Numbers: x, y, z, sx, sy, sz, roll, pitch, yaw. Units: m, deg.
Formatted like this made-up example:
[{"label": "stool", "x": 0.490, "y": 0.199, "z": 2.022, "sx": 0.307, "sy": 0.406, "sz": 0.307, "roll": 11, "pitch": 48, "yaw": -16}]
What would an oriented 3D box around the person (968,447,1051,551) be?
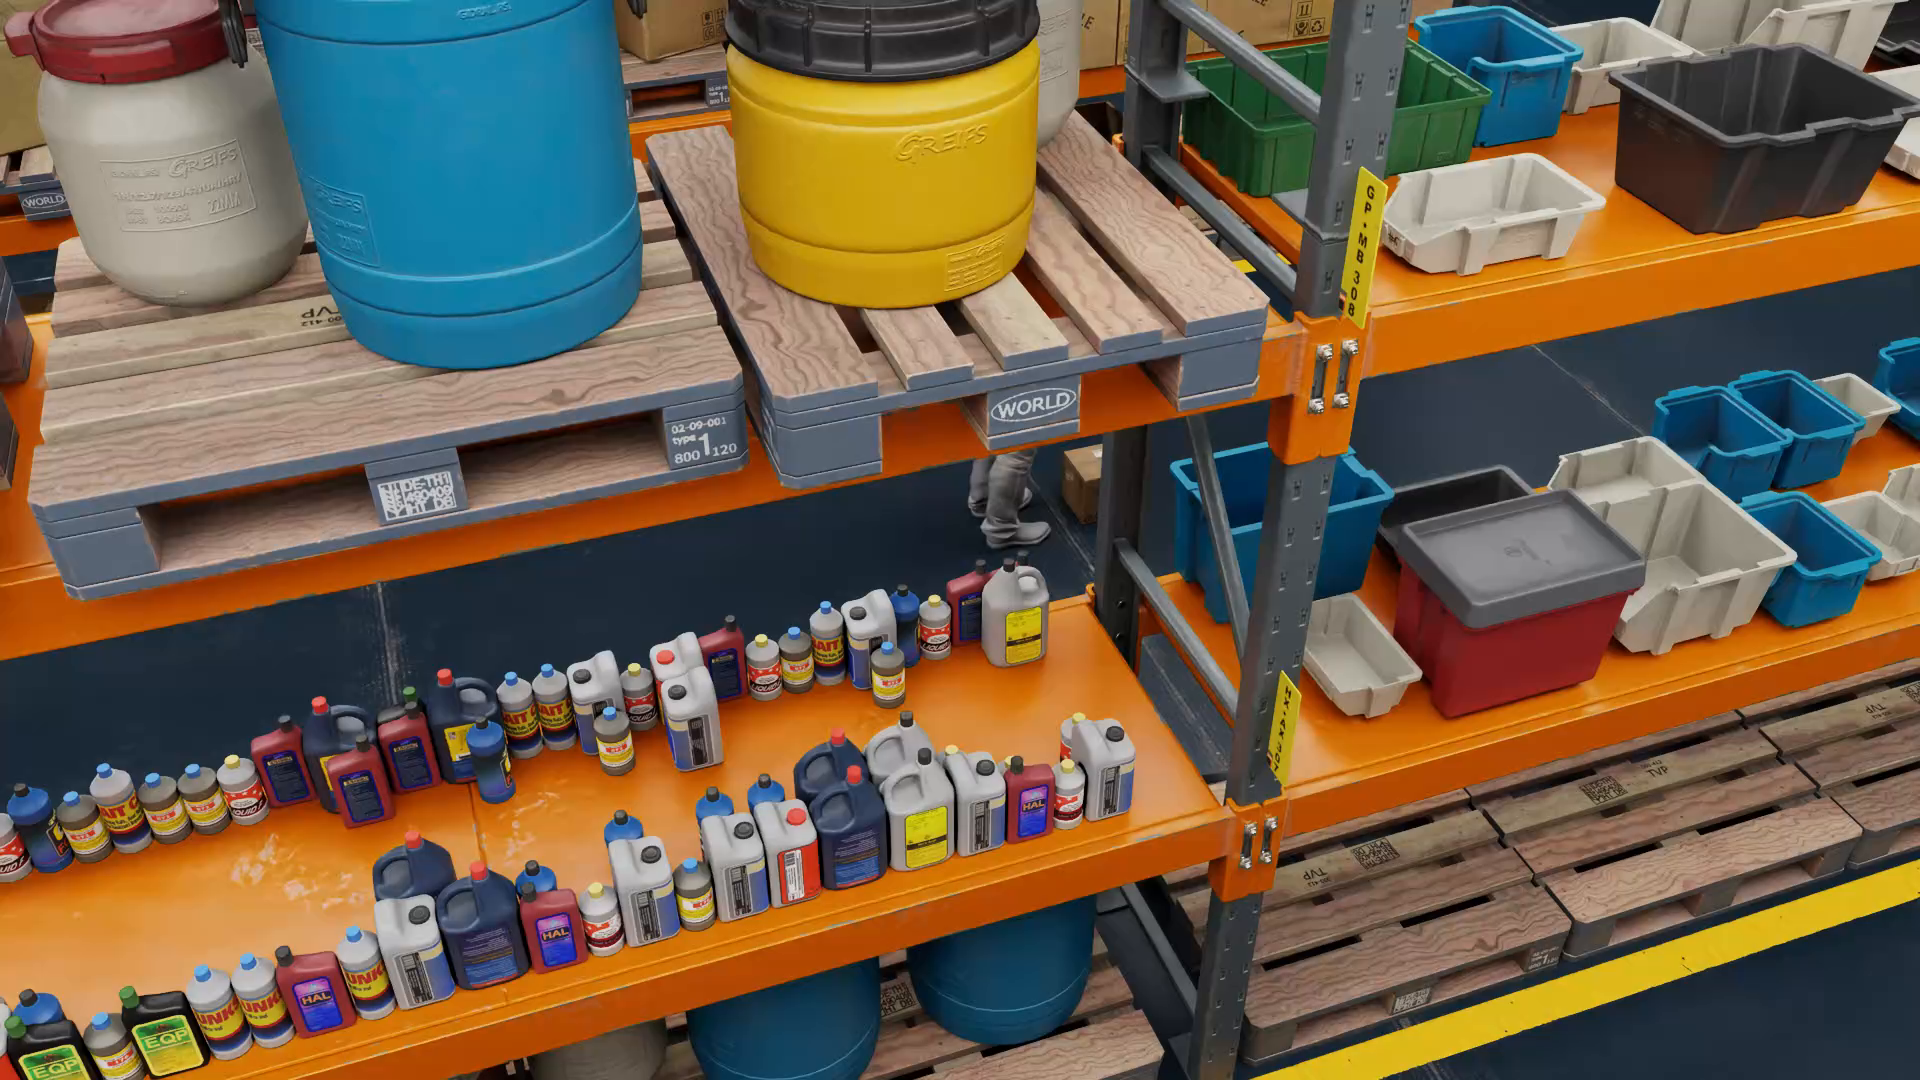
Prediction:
[{"label": "person", "x": 0.199, "y": -0.782, "z": 7.155, "sx": 0.368, "sy": 1.761, "sz": 0.566, "roll": -12, "pitch": 39, "yaw": -15}]
